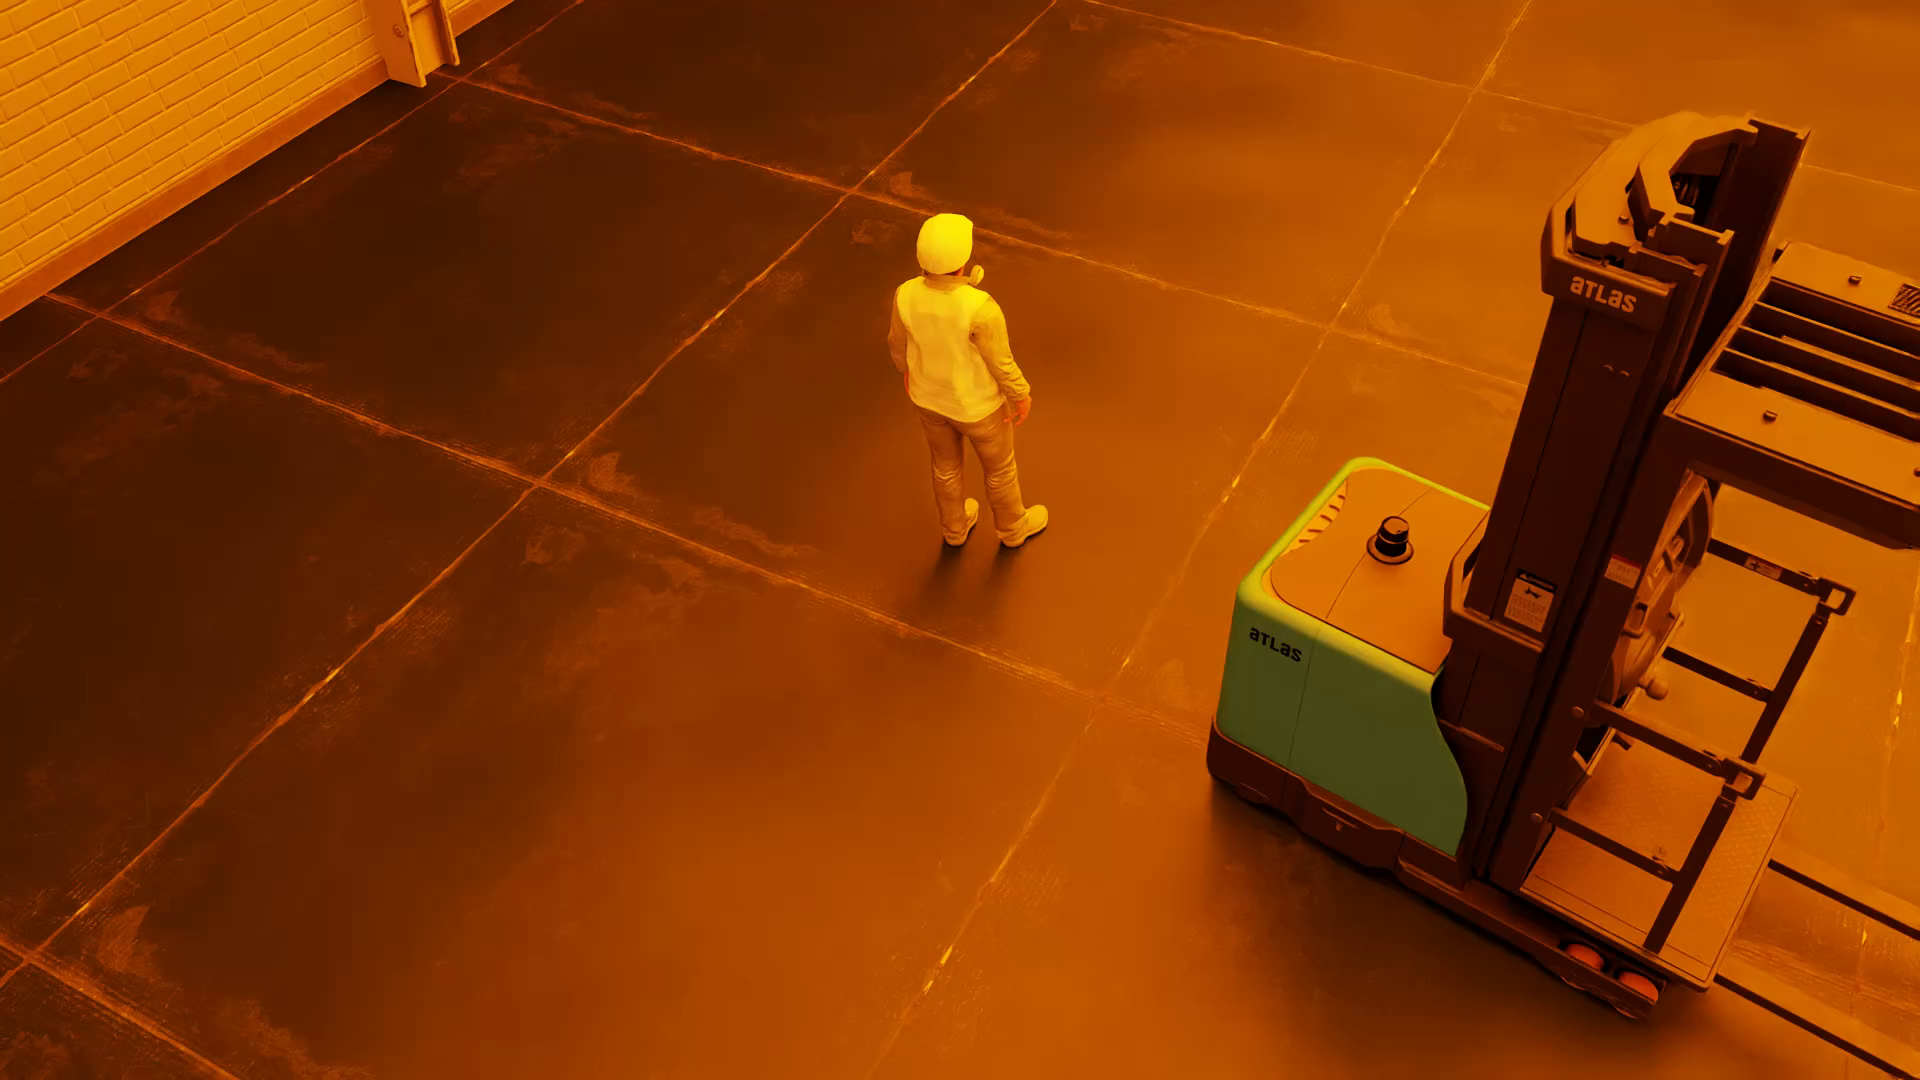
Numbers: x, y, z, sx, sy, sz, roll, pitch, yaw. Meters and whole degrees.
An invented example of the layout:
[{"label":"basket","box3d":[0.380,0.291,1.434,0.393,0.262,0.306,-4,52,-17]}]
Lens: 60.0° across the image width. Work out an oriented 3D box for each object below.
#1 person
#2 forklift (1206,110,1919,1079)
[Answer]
[{"label":"person","box3d":[0.036,-0.686,7.215,0.632,1.773,0.568,20,47,20]},{"label":"forklift","box3d":[2.482,0.229,5.411,3.031,2.935,1.130,27,50,26]}]
